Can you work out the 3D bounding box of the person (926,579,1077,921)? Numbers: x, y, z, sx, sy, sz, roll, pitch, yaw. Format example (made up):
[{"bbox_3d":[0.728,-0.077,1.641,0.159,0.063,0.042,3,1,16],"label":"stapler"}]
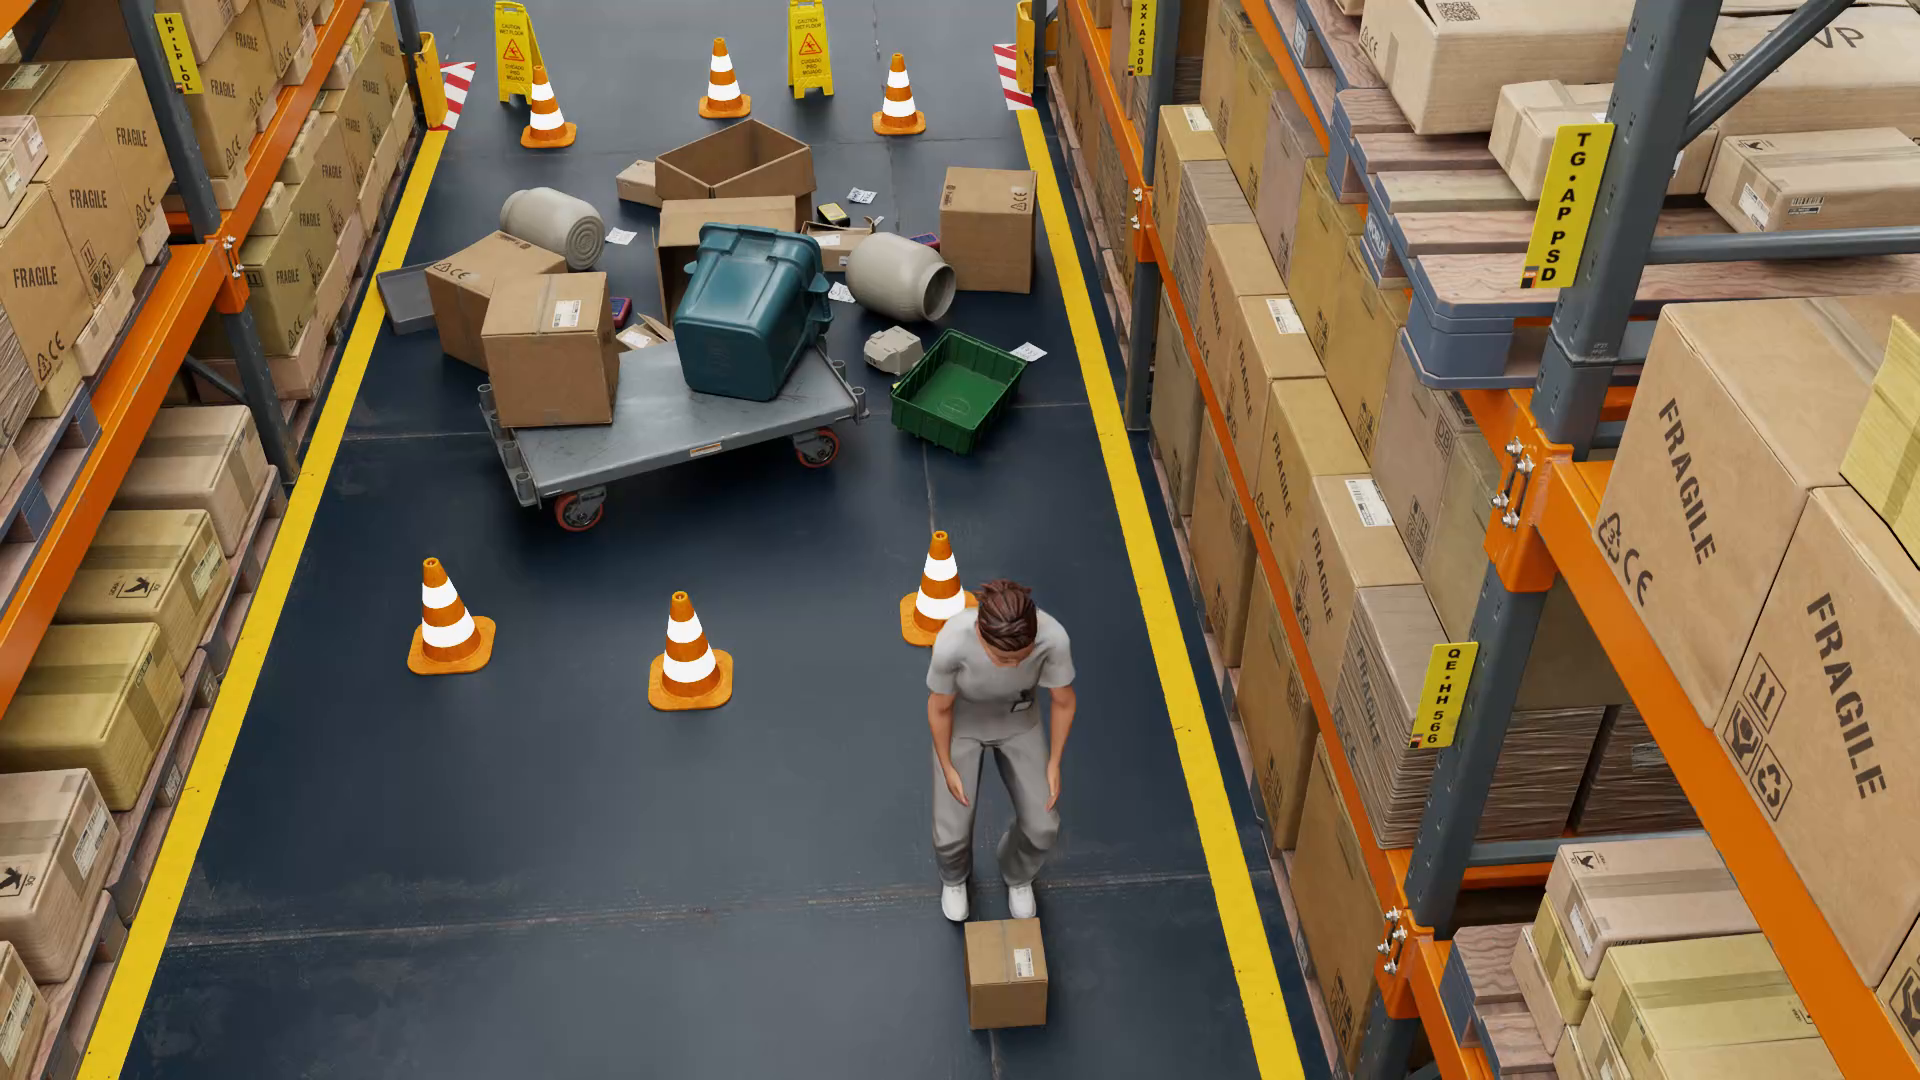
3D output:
[{"bbox_3d":[0.130,0.667,5.456,0.480,1.536,0.511,-3,39,-4],"label":"person"}]
